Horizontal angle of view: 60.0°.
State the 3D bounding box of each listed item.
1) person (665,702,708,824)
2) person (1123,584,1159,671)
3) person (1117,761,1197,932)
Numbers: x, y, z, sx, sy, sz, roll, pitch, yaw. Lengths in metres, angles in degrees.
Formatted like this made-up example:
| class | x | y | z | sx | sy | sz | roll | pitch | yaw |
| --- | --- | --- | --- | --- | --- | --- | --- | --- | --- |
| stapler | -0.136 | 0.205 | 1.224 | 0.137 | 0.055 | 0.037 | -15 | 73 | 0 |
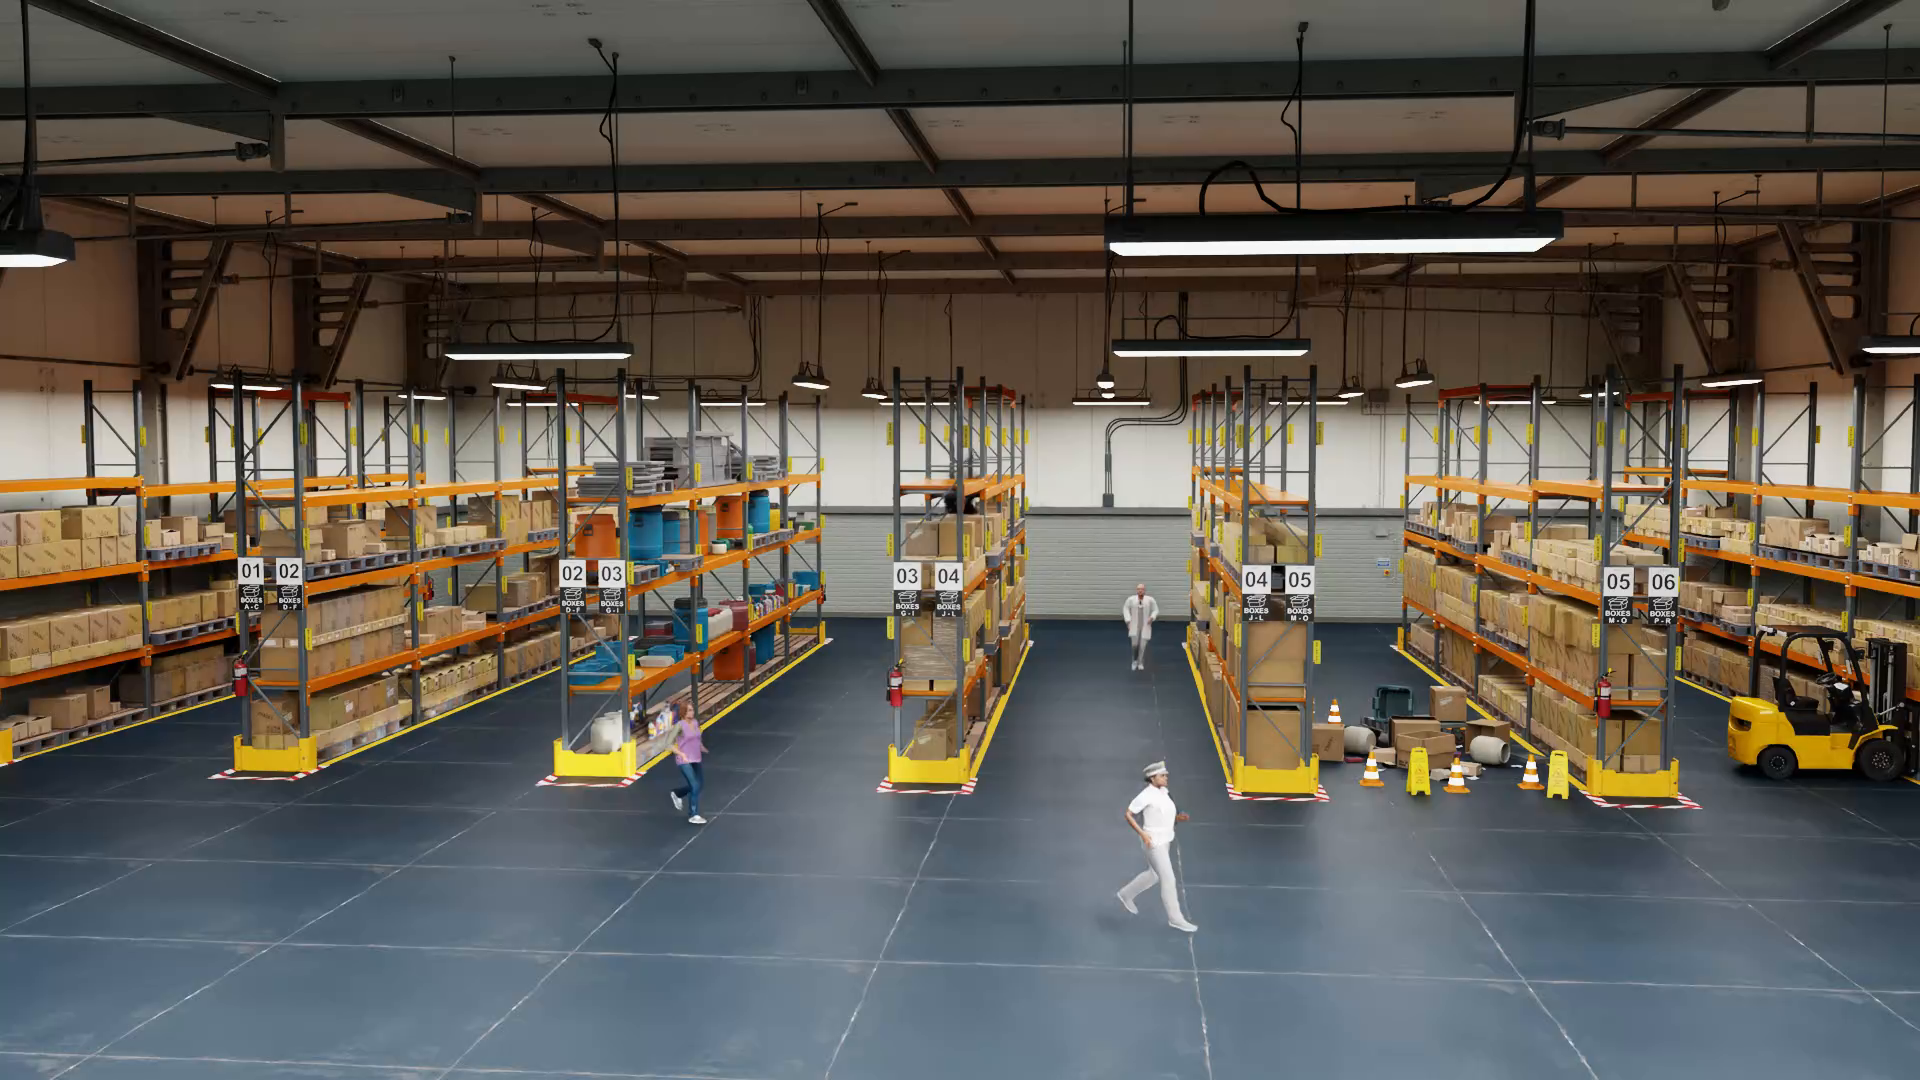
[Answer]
| class | x | y | z | sx | sy | sz | roll | pitch | yaw |
| --- | --- | --- | --- | --- | --- | --- | --- | --- | --- |
| person | -3.564 | 2.925 | 21.599 | 0.680 | 1.465 | 0.542 | 3 | 4 | 36 |
| person | 3.657 | 1.776 | 33.591 | 0.723 | 1.775 | 0.598 | 0 | 4 | 6 |
| person | 1.997 | 3.081 | 16.946 | 0.941 | 1.684 | 0.575 | 2 | 4 | 30 |
